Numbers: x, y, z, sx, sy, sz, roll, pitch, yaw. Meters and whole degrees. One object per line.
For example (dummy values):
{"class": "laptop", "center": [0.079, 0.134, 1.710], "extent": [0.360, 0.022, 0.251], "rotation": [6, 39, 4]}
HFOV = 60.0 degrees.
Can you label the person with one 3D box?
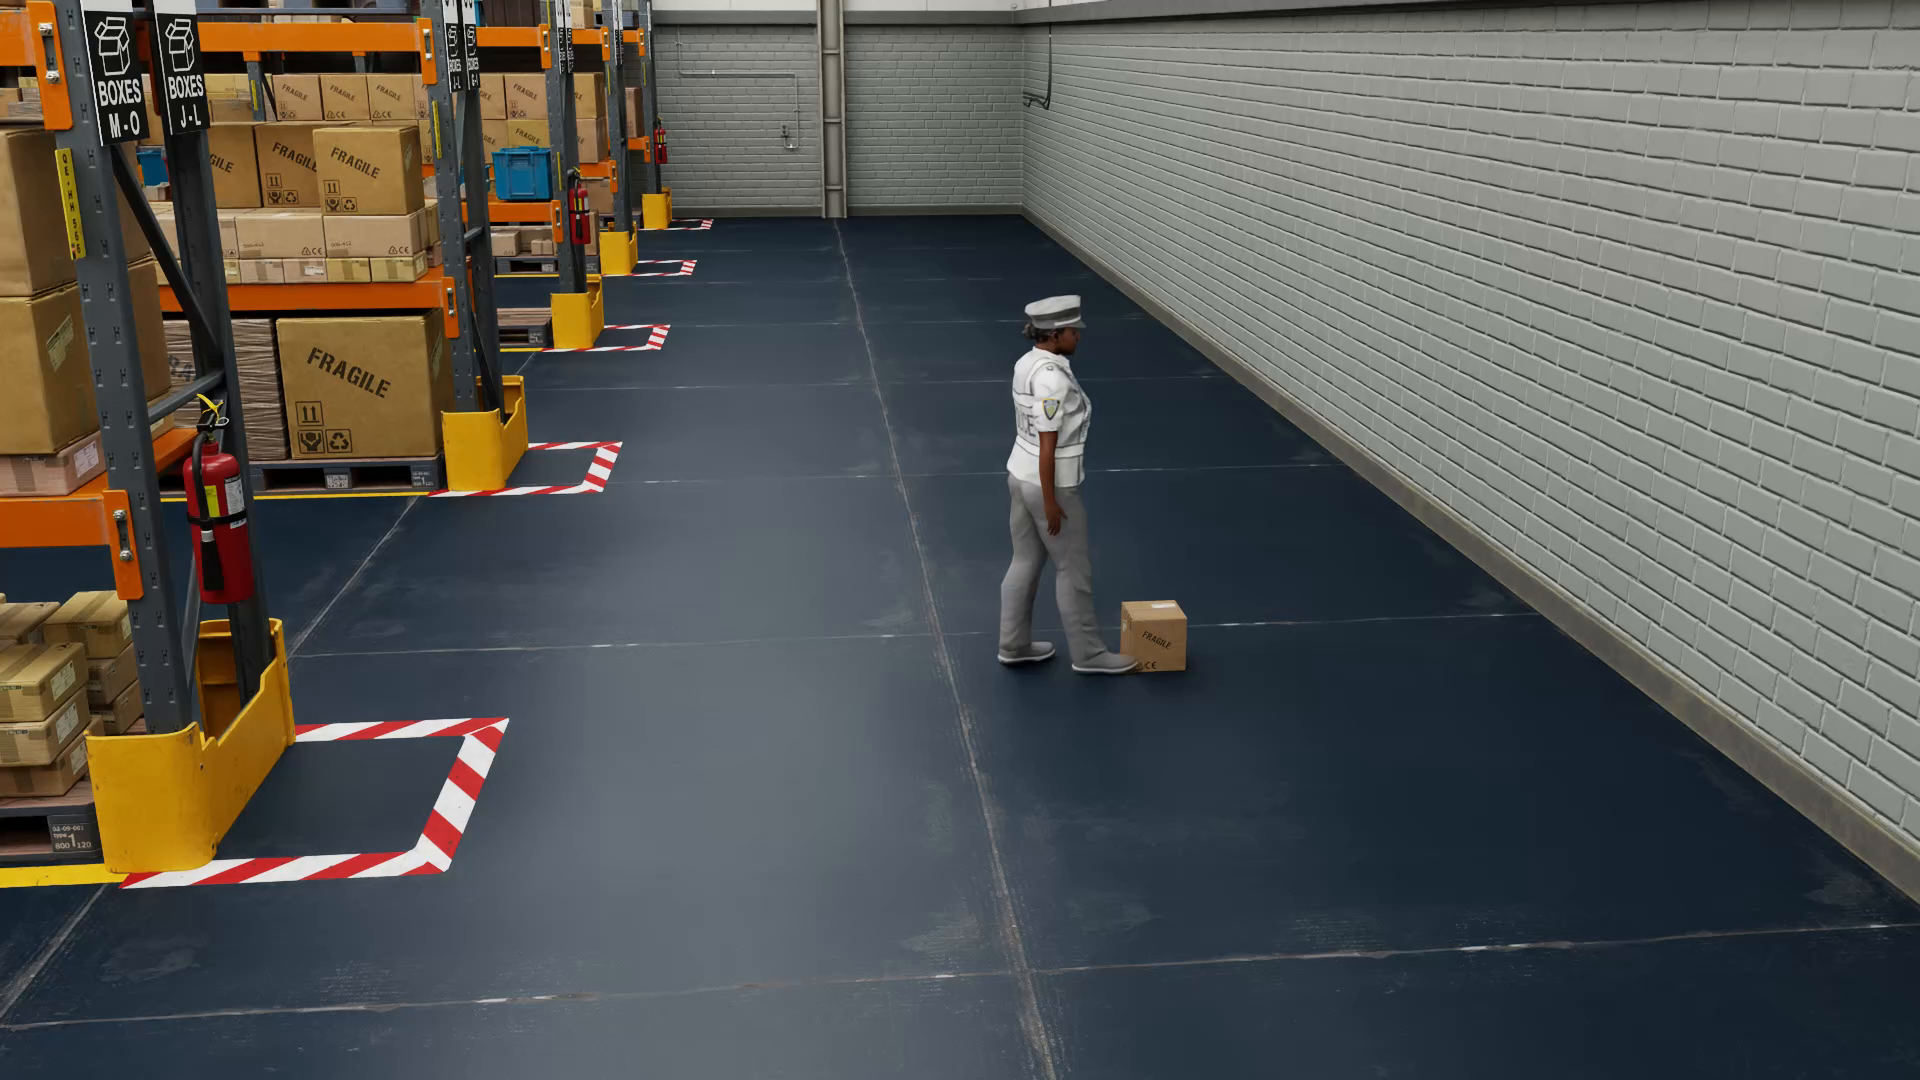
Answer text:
{"class": "person", "center": [0.464, -0.243, 7.299], "extent": [0.578, 1.664, 0.478], "rotation": [-5, 18, -16]}
